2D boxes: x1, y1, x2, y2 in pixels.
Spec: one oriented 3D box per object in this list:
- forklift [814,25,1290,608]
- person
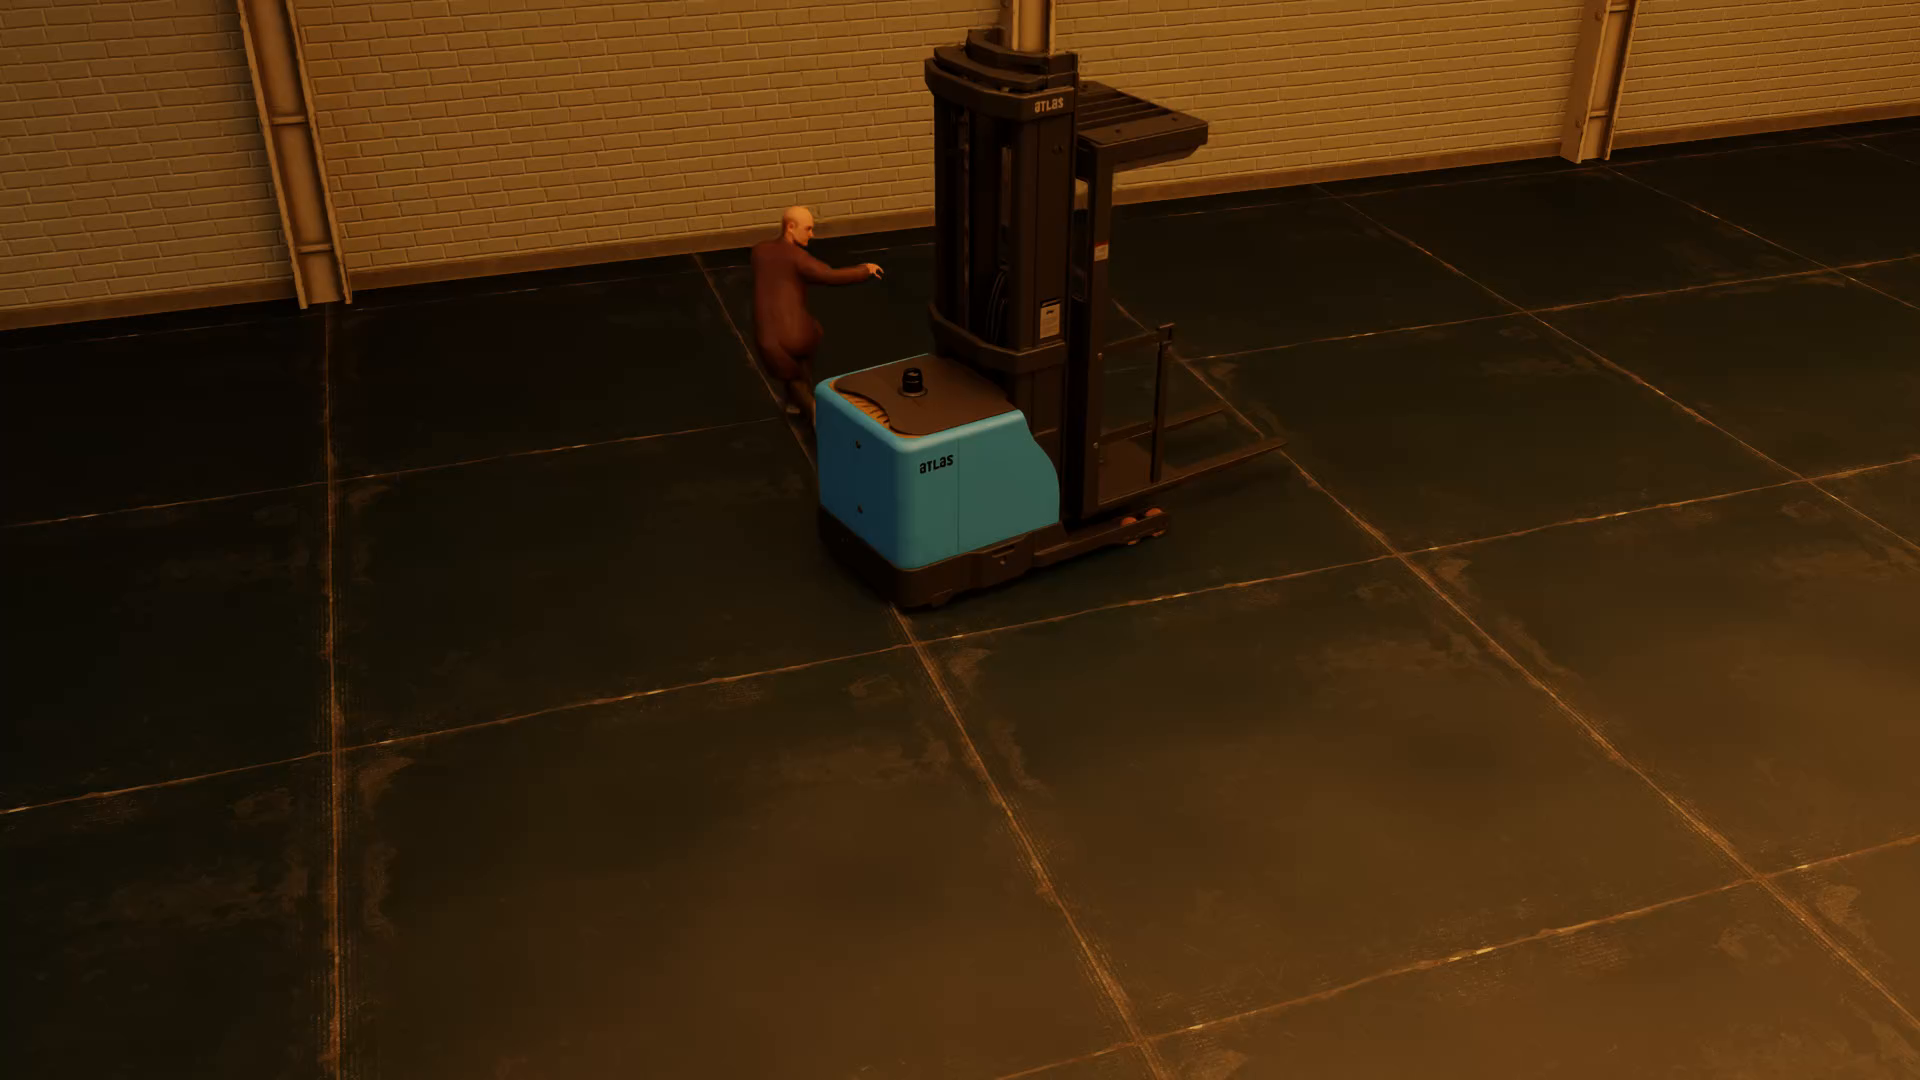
[{"bbox_3d":[0.672,-1.443,9.594,3.031,2.935,1.130,-18,34,-28],"label":"forklift"},{"bbox_3d":[-0.943,-1.484,11.121,0.917,1.531,1.203,5,30,9],"label":"person"}]
